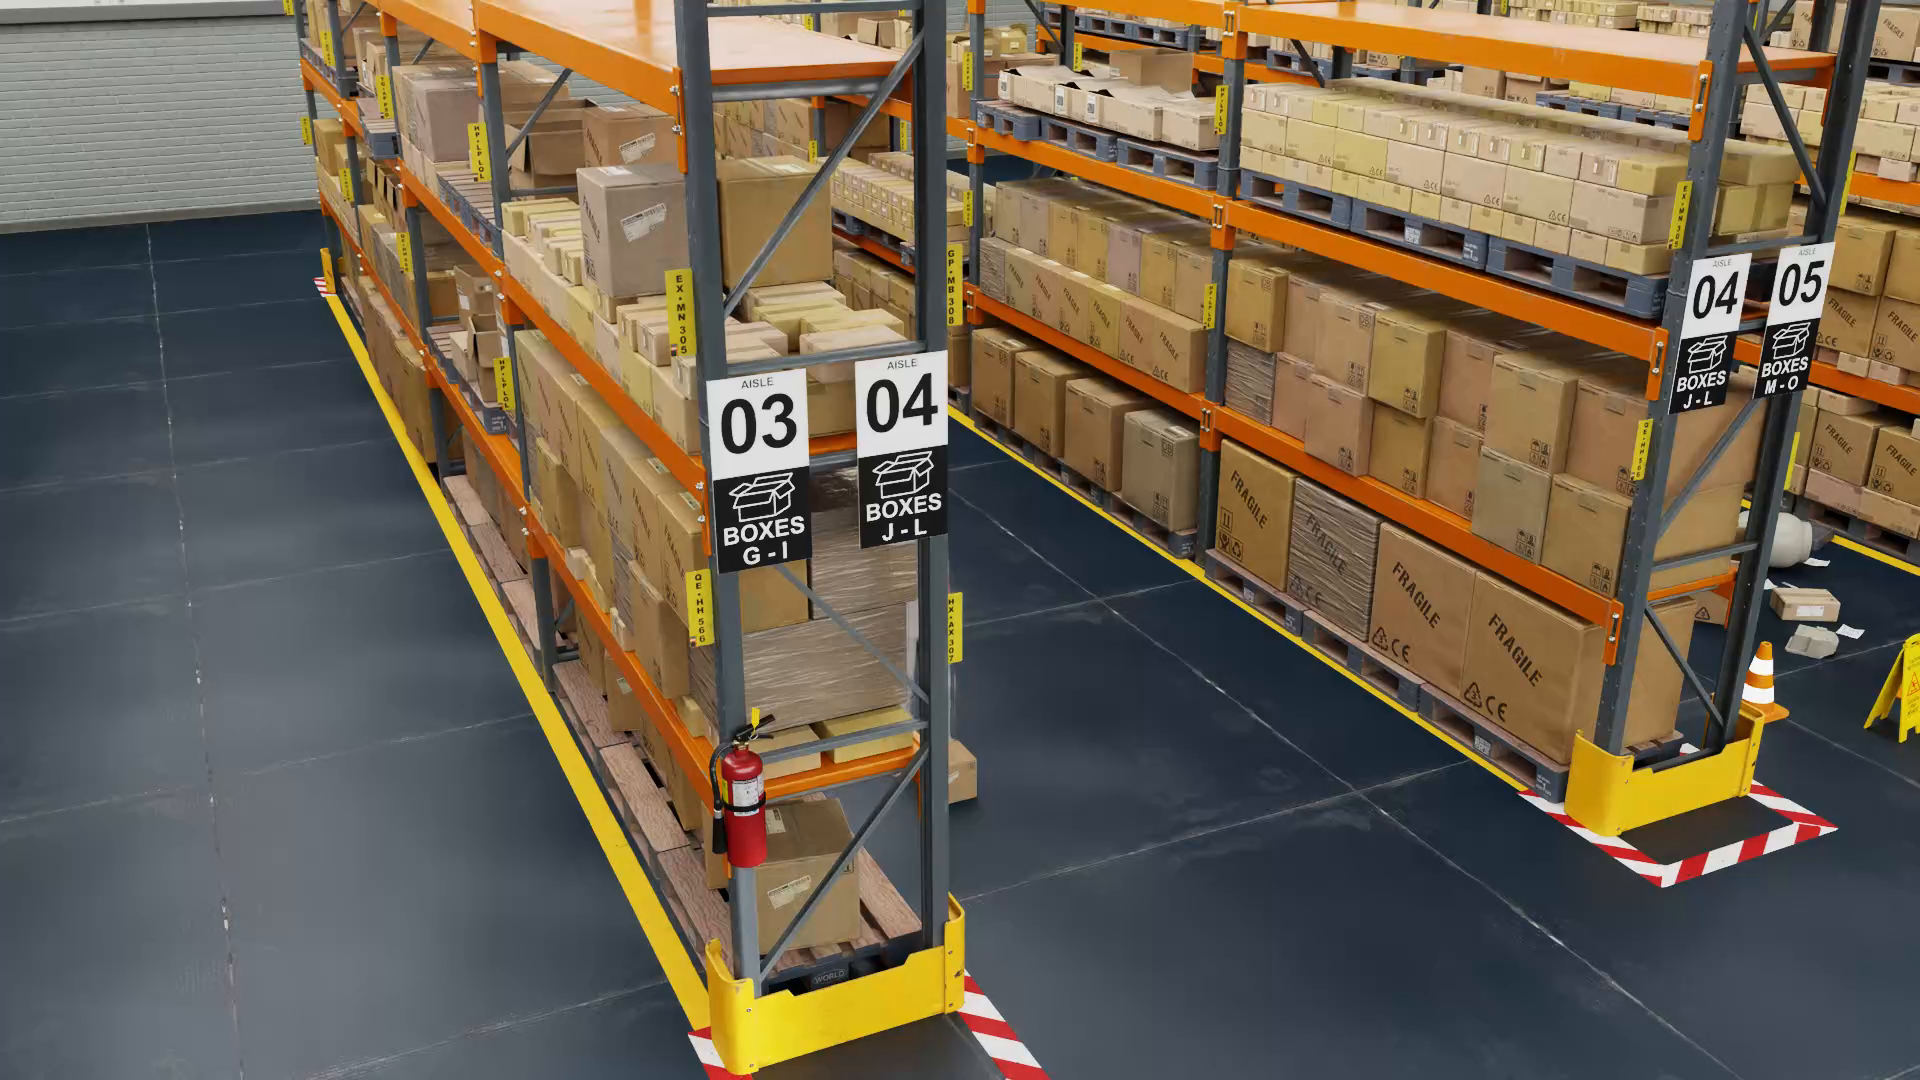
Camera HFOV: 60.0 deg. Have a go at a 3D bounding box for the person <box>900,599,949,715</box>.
[{"bbox_3d":[-0.263,0.540,9.717,0.444,1.695,0.393,-10,24,-23],"label":"person"}]
